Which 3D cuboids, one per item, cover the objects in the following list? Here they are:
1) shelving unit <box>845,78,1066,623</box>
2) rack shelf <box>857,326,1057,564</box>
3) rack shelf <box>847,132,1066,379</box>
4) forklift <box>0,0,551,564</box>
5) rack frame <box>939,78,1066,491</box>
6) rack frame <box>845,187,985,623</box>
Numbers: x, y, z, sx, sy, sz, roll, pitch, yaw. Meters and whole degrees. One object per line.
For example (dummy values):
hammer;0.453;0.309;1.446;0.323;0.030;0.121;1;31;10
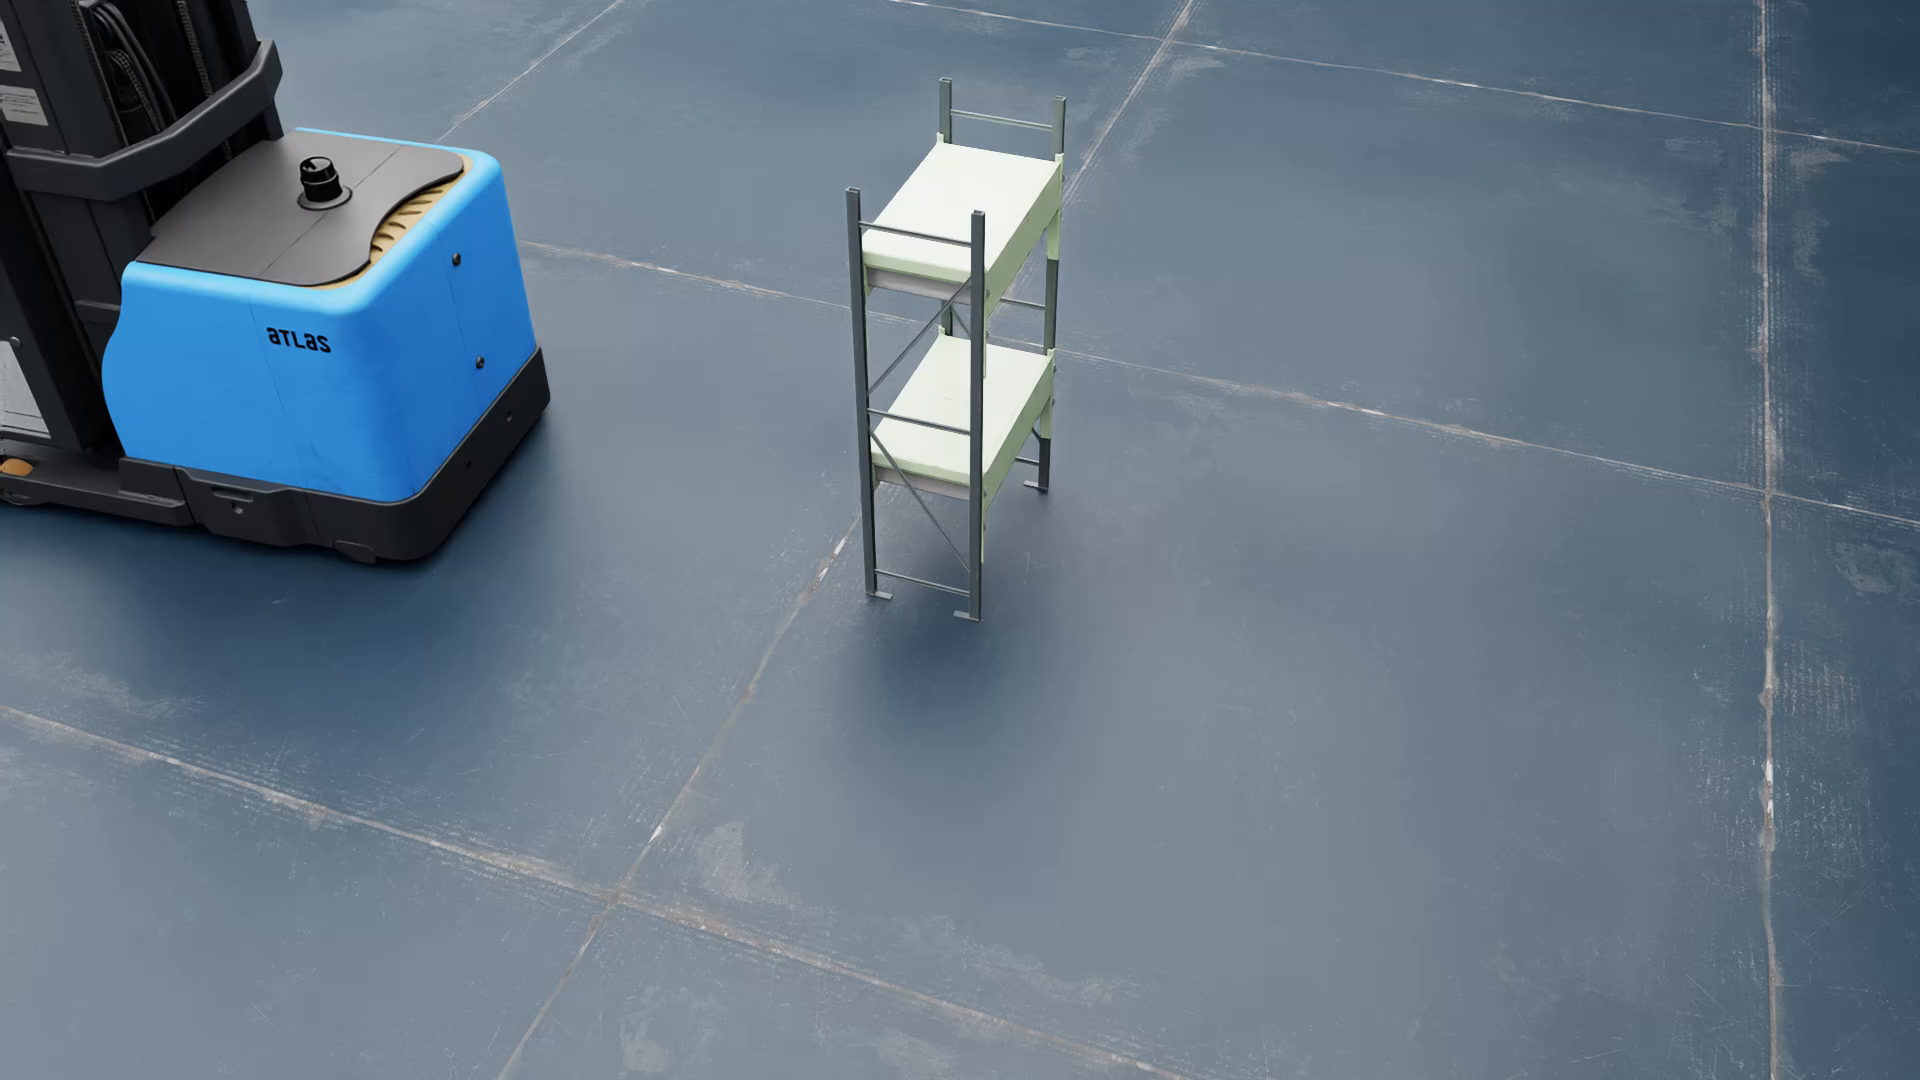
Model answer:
shelving unit;0.002;-0.575;5.268;0.431;1.500;0.755;13;42;15
rack shelf;0.002;-0.327;5.480;0.431;0.370;0.720;13;42;15
rack shelf;0.002;-0.872;5.015;0.431;0.370;0.720;13;42;15
forklift;-3.115;-1.556;5.316;3.031;2.935;1.130;10;41;11
rack frame;0.127;-0.798;5.530;0.400;1.500;0.023;13;42;15
rack frame;-0.123;-0.351;5.006;0.400;1.500;0.023;13;42;15
